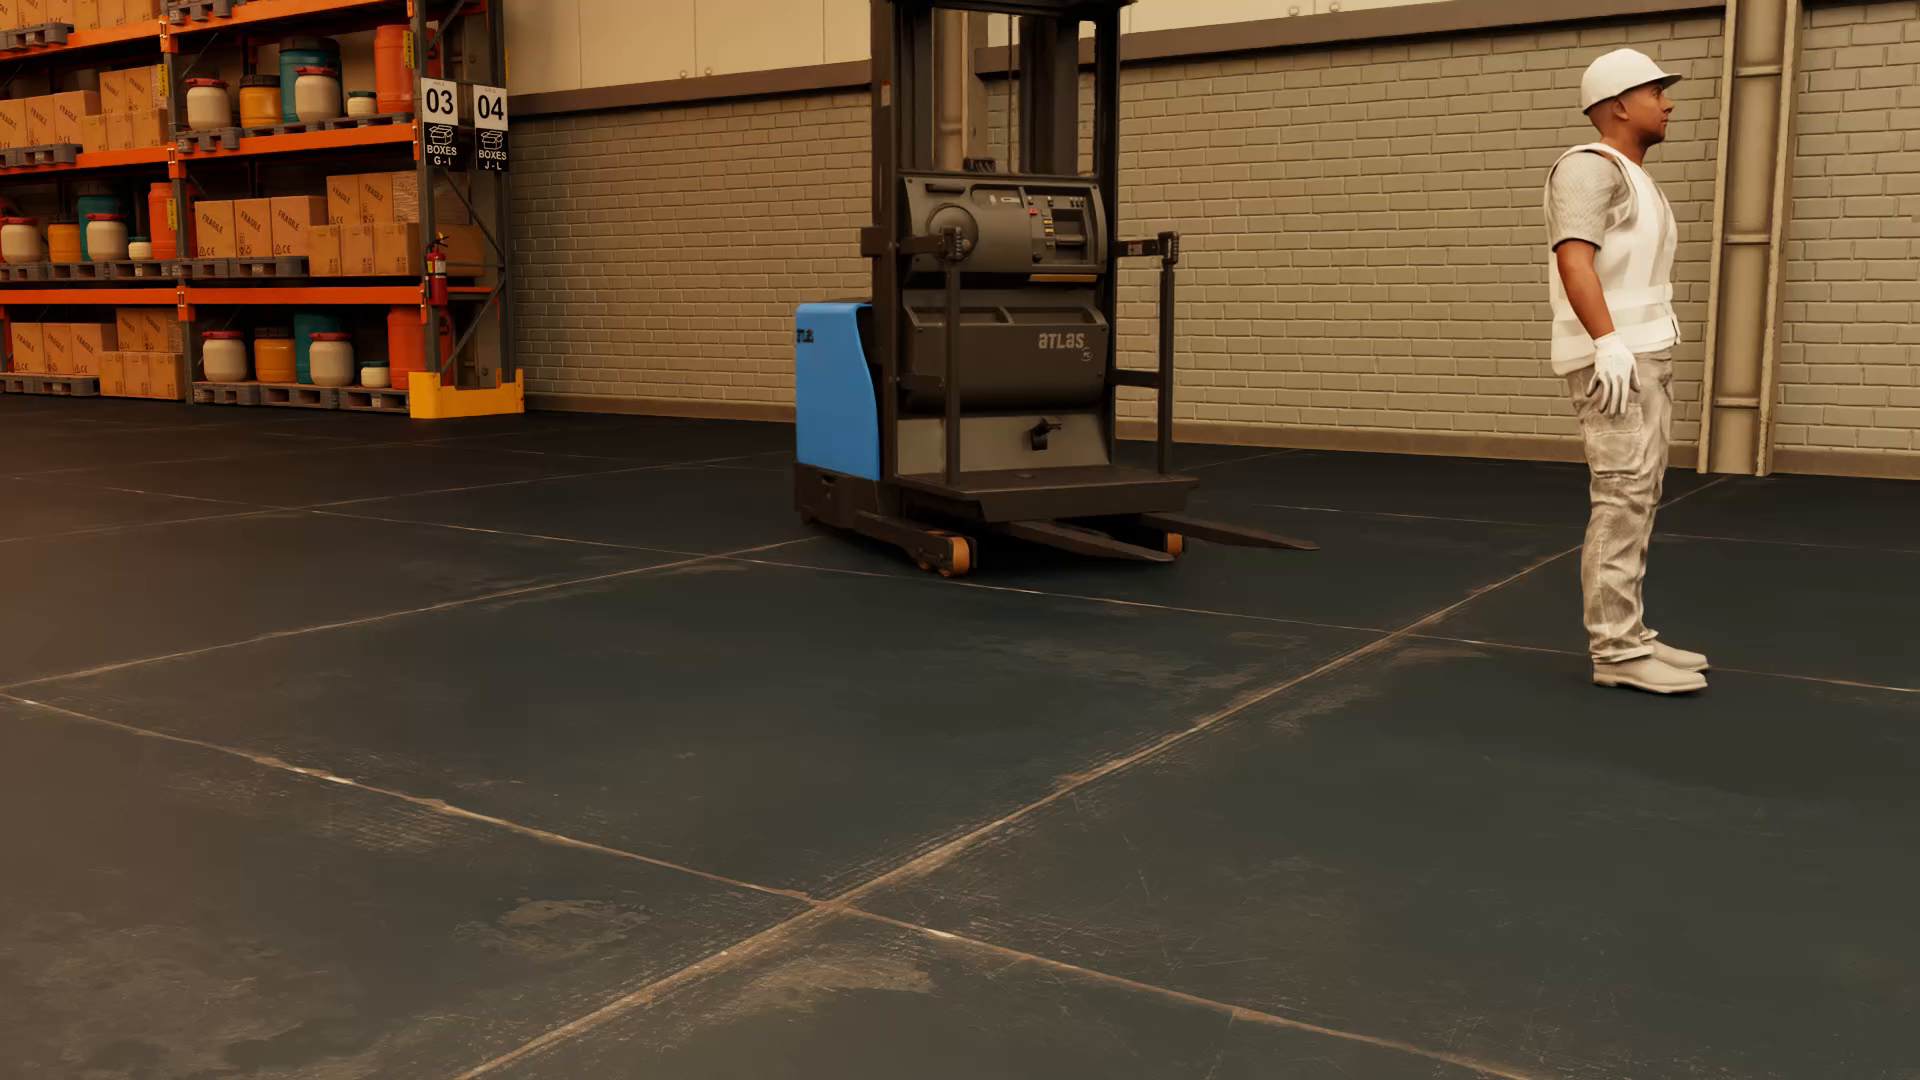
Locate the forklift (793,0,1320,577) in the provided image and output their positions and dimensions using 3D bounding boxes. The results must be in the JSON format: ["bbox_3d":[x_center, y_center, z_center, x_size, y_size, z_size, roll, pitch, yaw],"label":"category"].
[{"bbox_3d":[0.296,-1.373,6.849,1.130,2.935,3.031,-4,9,-26],"label":"forklift"}]

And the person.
[{"bbox_3d":[1.950,-0.497,4.768,0.526,1.792,0.651,5,10,32],"label":"person"}]
